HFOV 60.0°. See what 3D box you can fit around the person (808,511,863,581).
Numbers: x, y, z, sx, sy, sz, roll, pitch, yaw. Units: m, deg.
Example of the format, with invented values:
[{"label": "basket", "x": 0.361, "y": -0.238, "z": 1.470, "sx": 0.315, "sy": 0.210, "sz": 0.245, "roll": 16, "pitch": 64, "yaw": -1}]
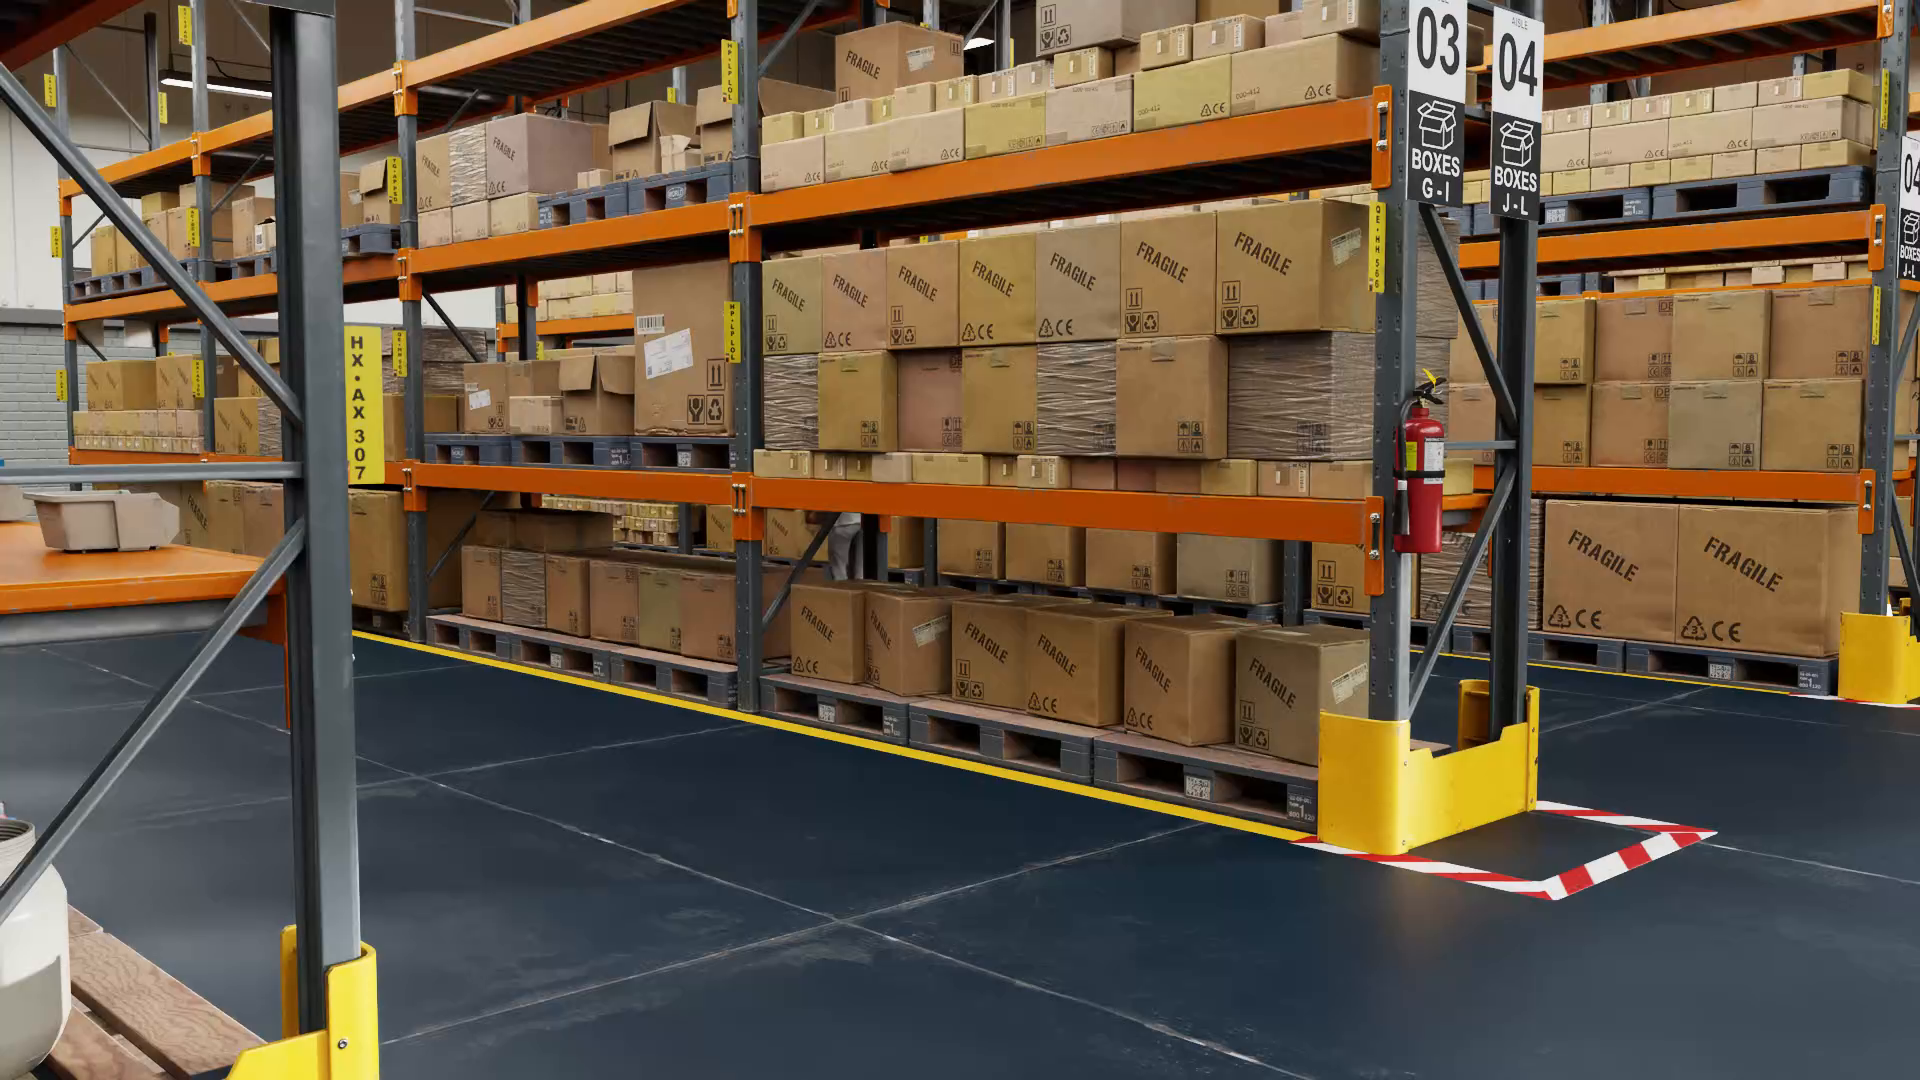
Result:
[{"label": "person", "x": -0.902, "y": -0.137, "z": 12.707, "sx": 0.358, "sy": 1.528, "sz": 0.496, "roll": -4, "pitch": 6, "yaw": -44}]
